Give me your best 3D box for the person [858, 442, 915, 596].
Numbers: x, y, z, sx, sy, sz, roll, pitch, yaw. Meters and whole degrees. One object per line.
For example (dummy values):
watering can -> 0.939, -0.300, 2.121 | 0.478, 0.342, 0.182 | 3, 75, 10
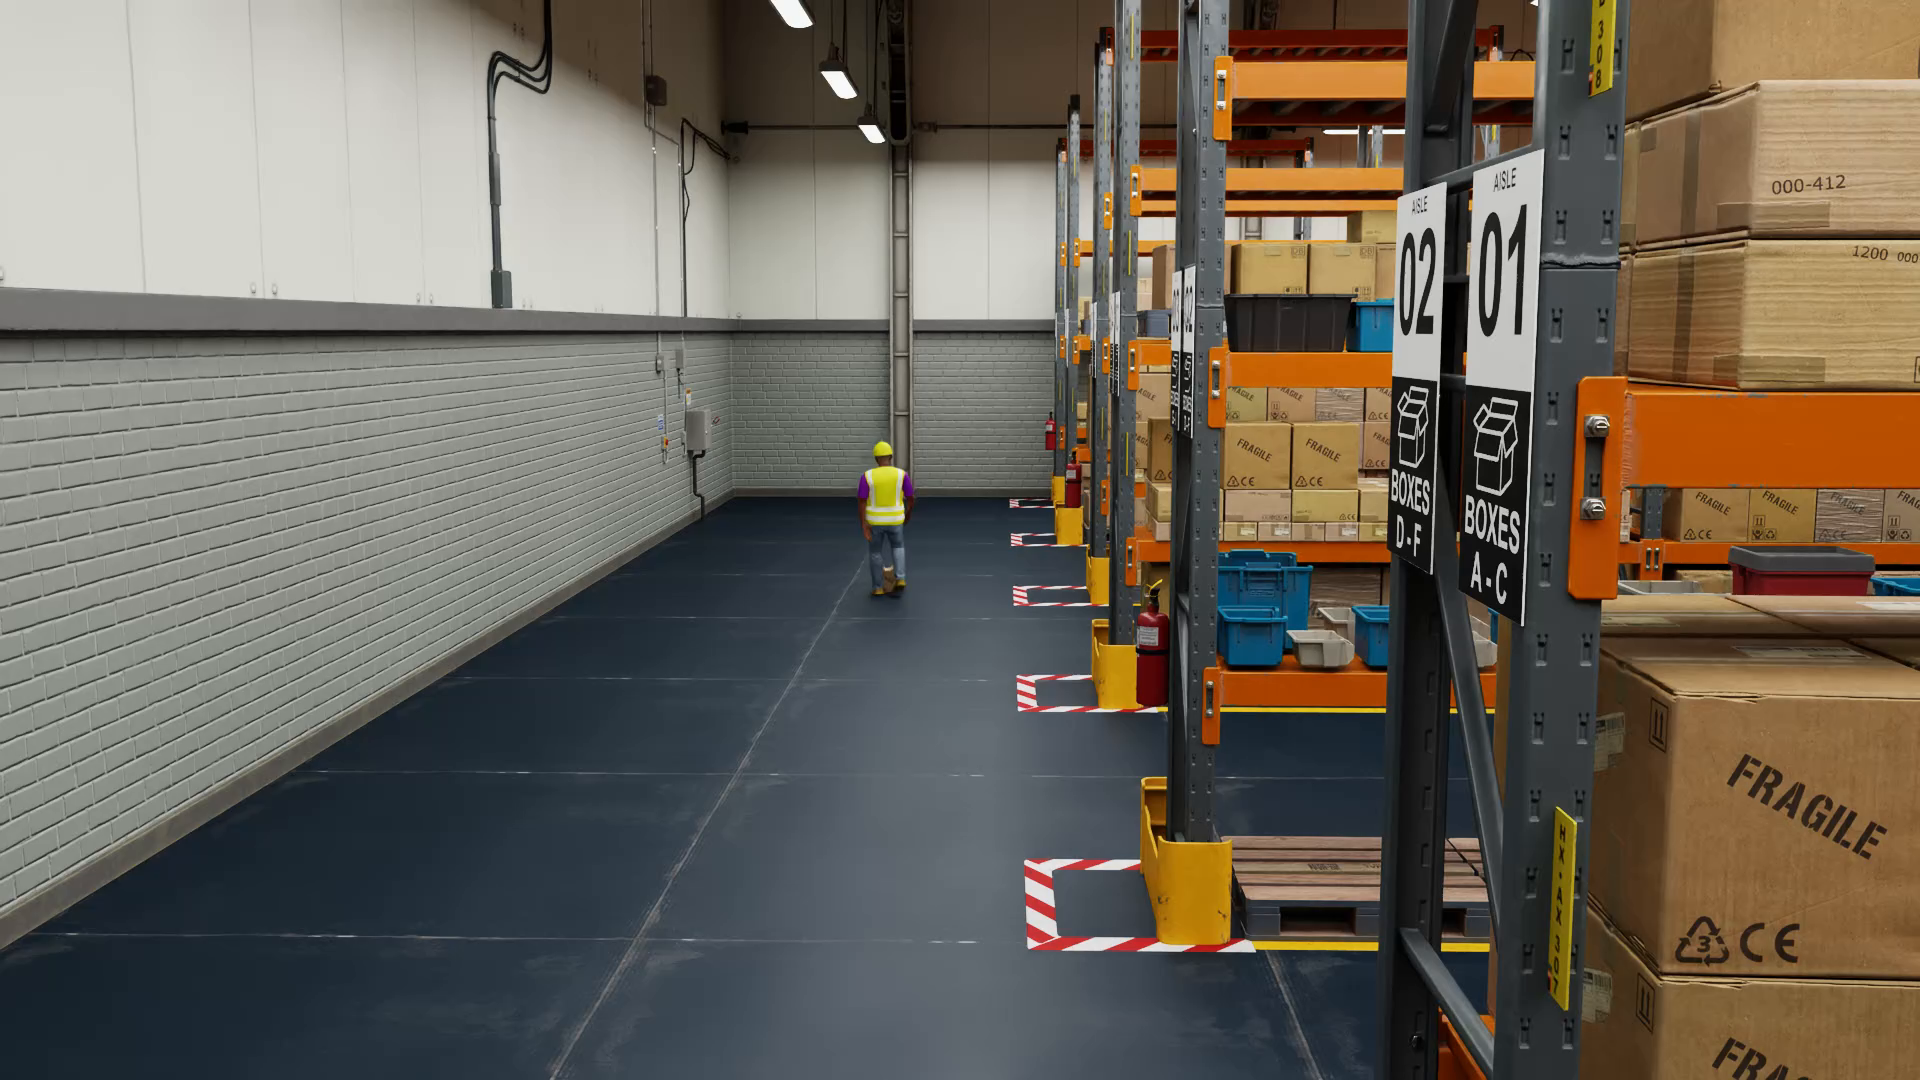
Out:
person -> -0.816, -0.212, 18.181 | 0.626, 1.750, 0.655 | -1, 7, -7
